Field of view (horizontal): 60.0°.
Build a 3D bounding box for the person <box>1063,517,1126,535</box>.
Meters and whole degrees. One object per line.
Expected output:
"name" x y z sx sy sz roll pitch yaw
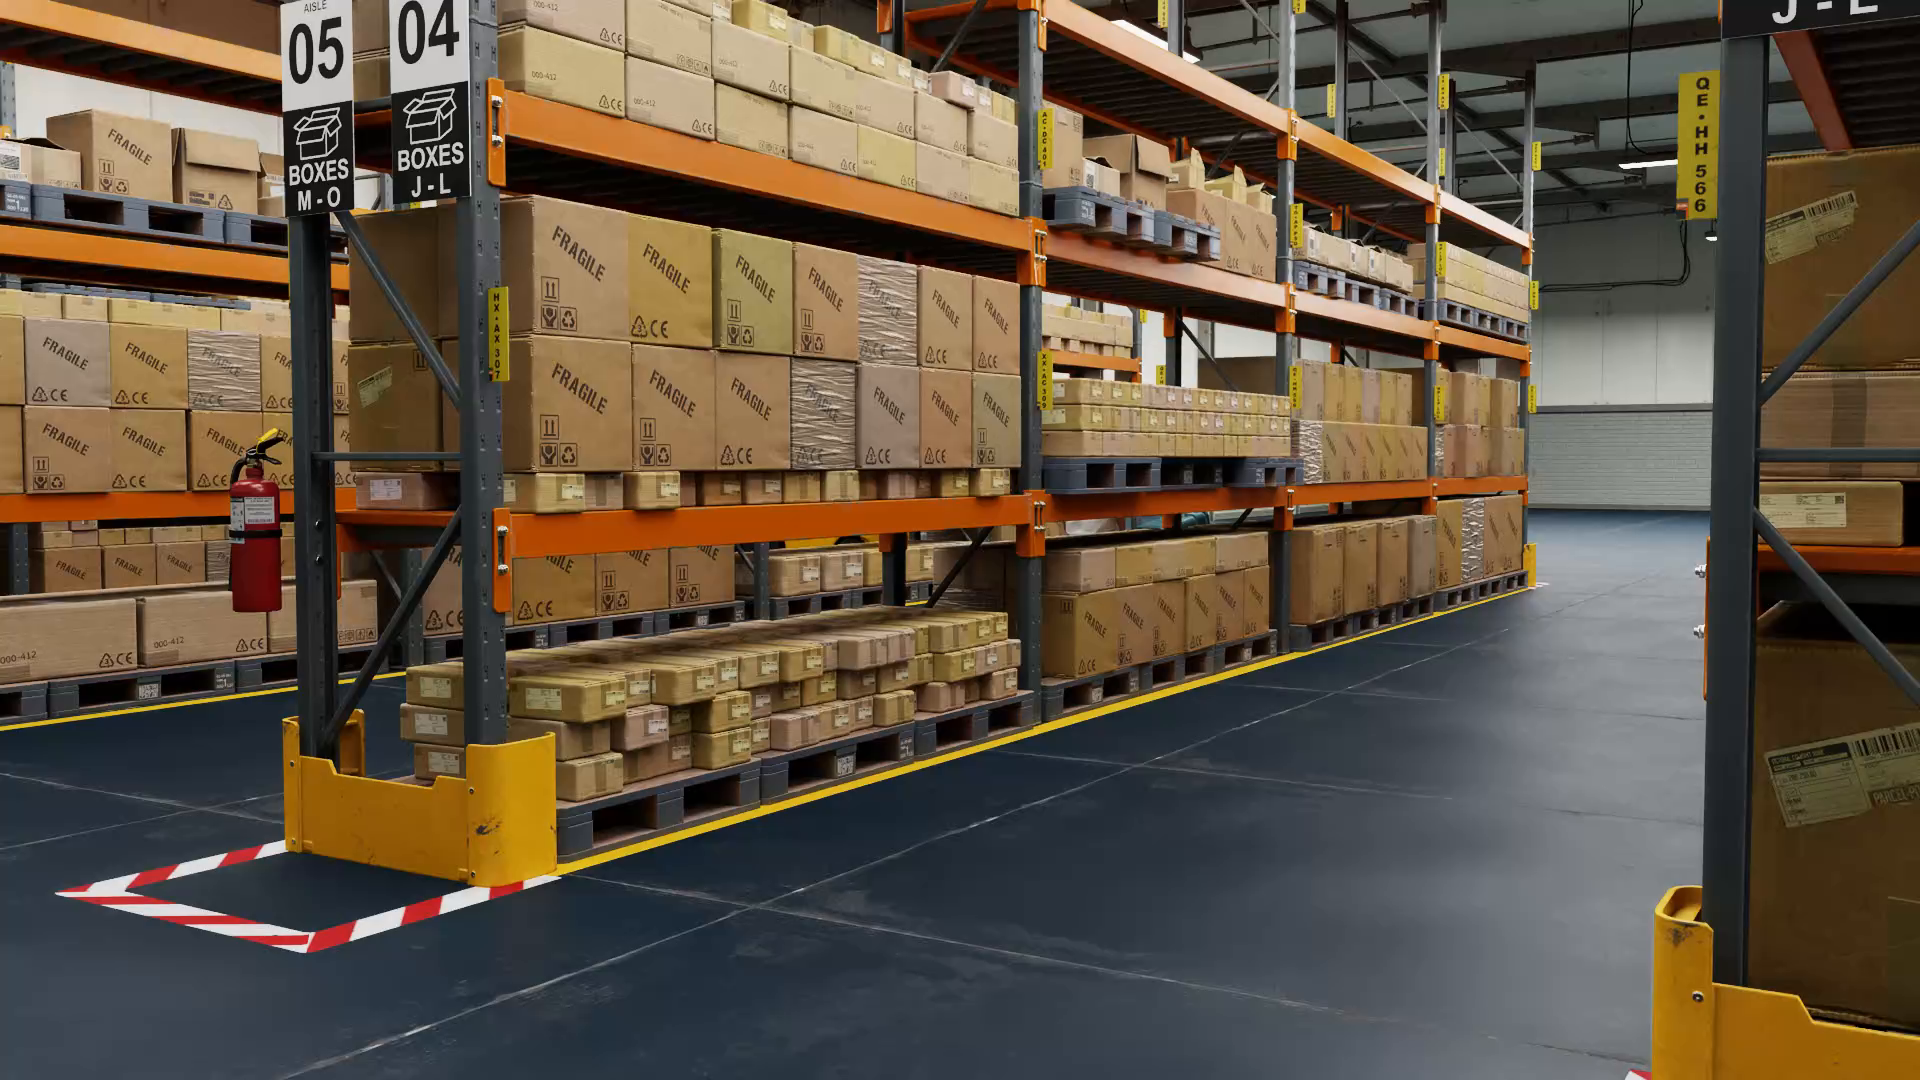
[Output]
"person" 1.140 -0.070 14.227 0.588 1.748 0.434 2 3 30
